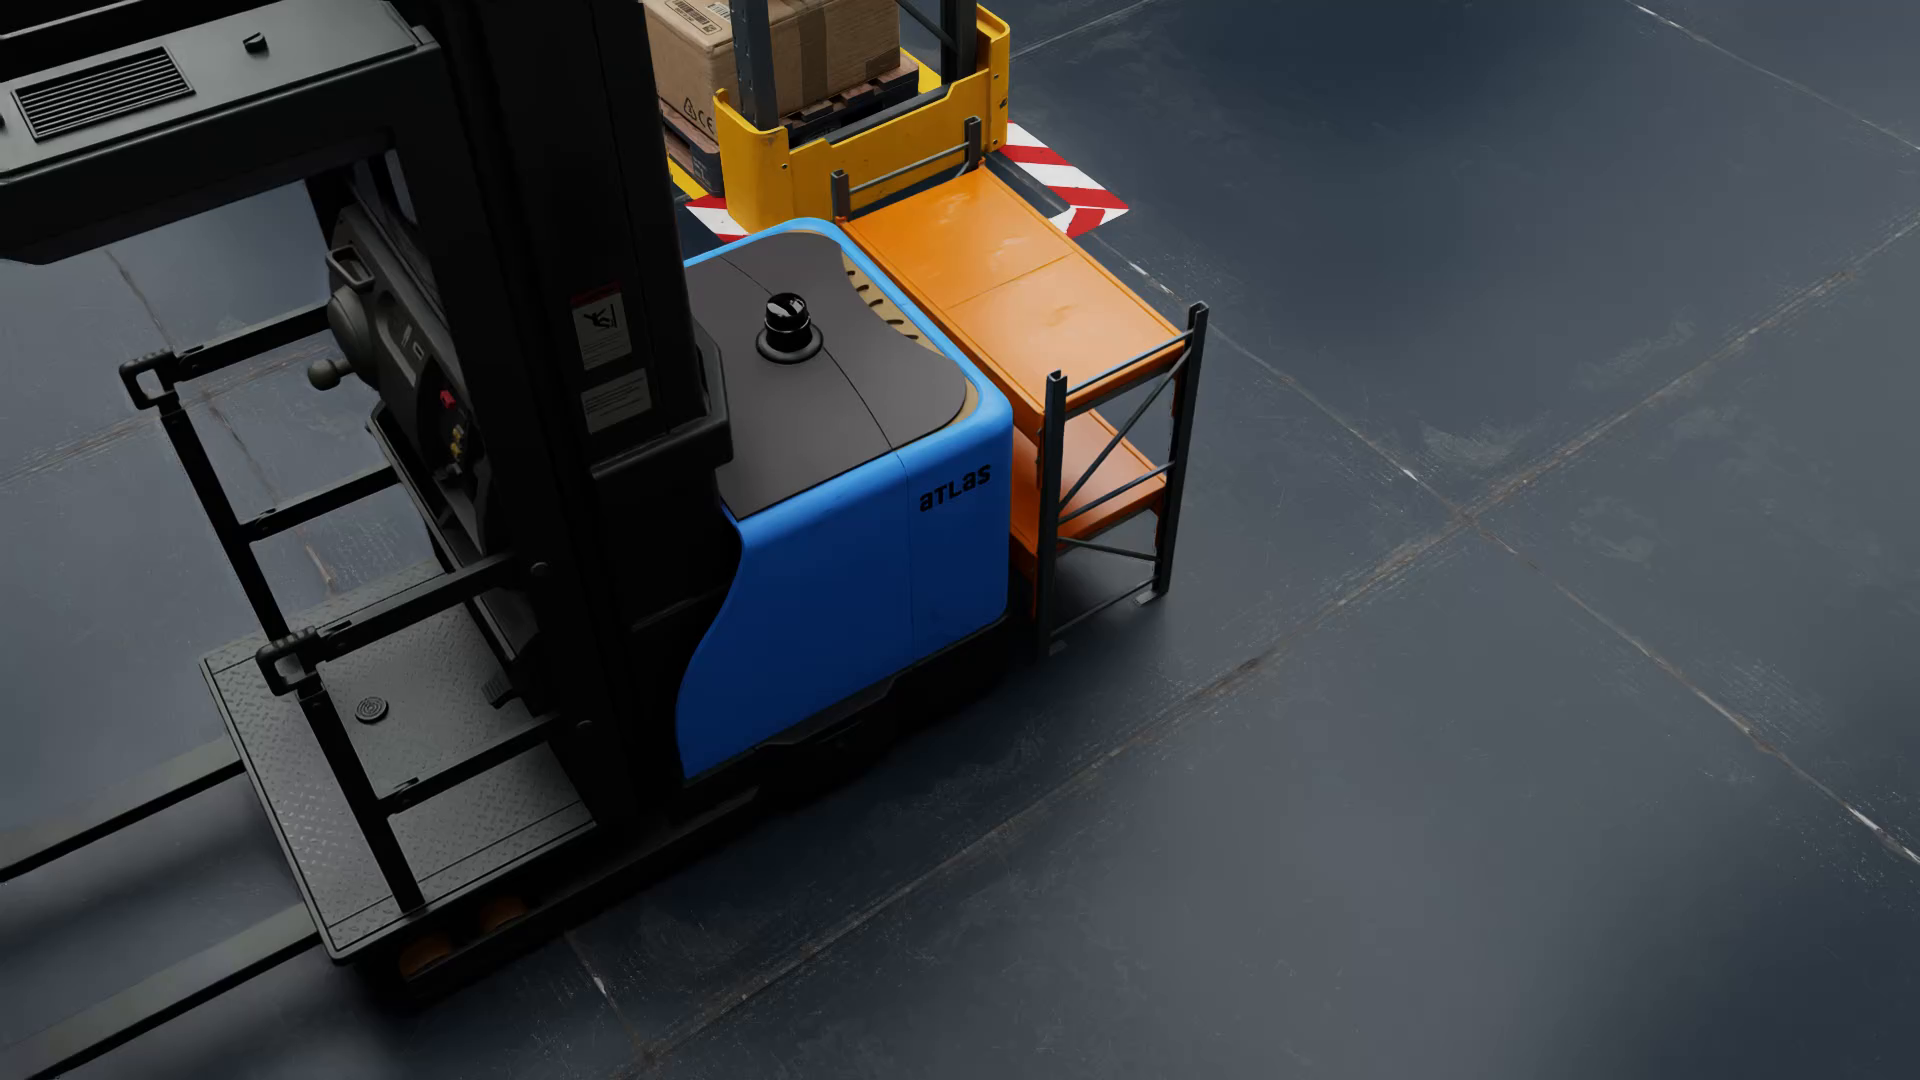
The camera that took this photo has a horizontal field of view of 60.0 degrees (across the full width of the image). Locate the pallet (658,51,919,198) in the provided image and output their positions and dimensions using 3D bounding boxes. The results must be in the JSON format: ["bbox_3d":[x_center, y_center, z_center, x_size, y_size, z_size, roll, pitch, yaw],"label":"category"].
[{"bbox_3d":[-0.914,-1.965,6.889,1.003,0.211,1.213,-29,54,-24],"label":"pallet"}]

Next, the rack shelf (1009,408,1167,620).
[{"bbox_3d":[0.138,-0.273,5.065,0.538,0.278,1.000,-27,53,-22],"label":"rack shelf"}]

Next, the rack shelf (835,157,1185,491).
[{"bbox_3d":[0.138,-0.633,4.666,0.538,0.278,1.000,-27,53,-22],"label":"rack shelf"}]

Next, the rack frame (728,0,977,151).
[{"bbox_3d":[-0.367,-2.465,5.460,1.000,3.000,0.127,-29,54,-24],"label":"rack frame"}]

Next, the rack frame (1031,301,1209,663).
[{"bbox_3d":[0.427,-0.126,4.603,0.500,1.125,0.032,-27,53,-22],"label":"rack frame"}]

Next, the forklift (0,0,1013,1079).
[{"bbox_3d":[-1.363,-0.289,3.533,3.031,2.935,1.130,-26,53,-22],"label":"forklift"}]

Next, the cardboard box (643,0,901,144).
[{"bbox_3d":[-0.847,-2.090,6.566,0.875,0.438,0.875,-31,55,-25],"label":"cardboard box"}]

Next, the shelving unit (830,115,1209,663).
[{"bbox_3d":[0.138,-0.437,4.883,0.538,1.125,1.048,-27,53,-22],"label":"shelving unit"}]

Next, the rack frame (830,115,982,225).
[{"bbox_3d":[-0.151,-0.748,5.163,0.500,1.125,0.032,-27,53,-22],"label":"rack frame"}]

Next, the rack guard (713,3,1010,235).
[{"bbox_3d":[-0.353,-1.612,6.374,1.175,0.500,0.348,-29,54,-24],"label":"rack guard"}]
